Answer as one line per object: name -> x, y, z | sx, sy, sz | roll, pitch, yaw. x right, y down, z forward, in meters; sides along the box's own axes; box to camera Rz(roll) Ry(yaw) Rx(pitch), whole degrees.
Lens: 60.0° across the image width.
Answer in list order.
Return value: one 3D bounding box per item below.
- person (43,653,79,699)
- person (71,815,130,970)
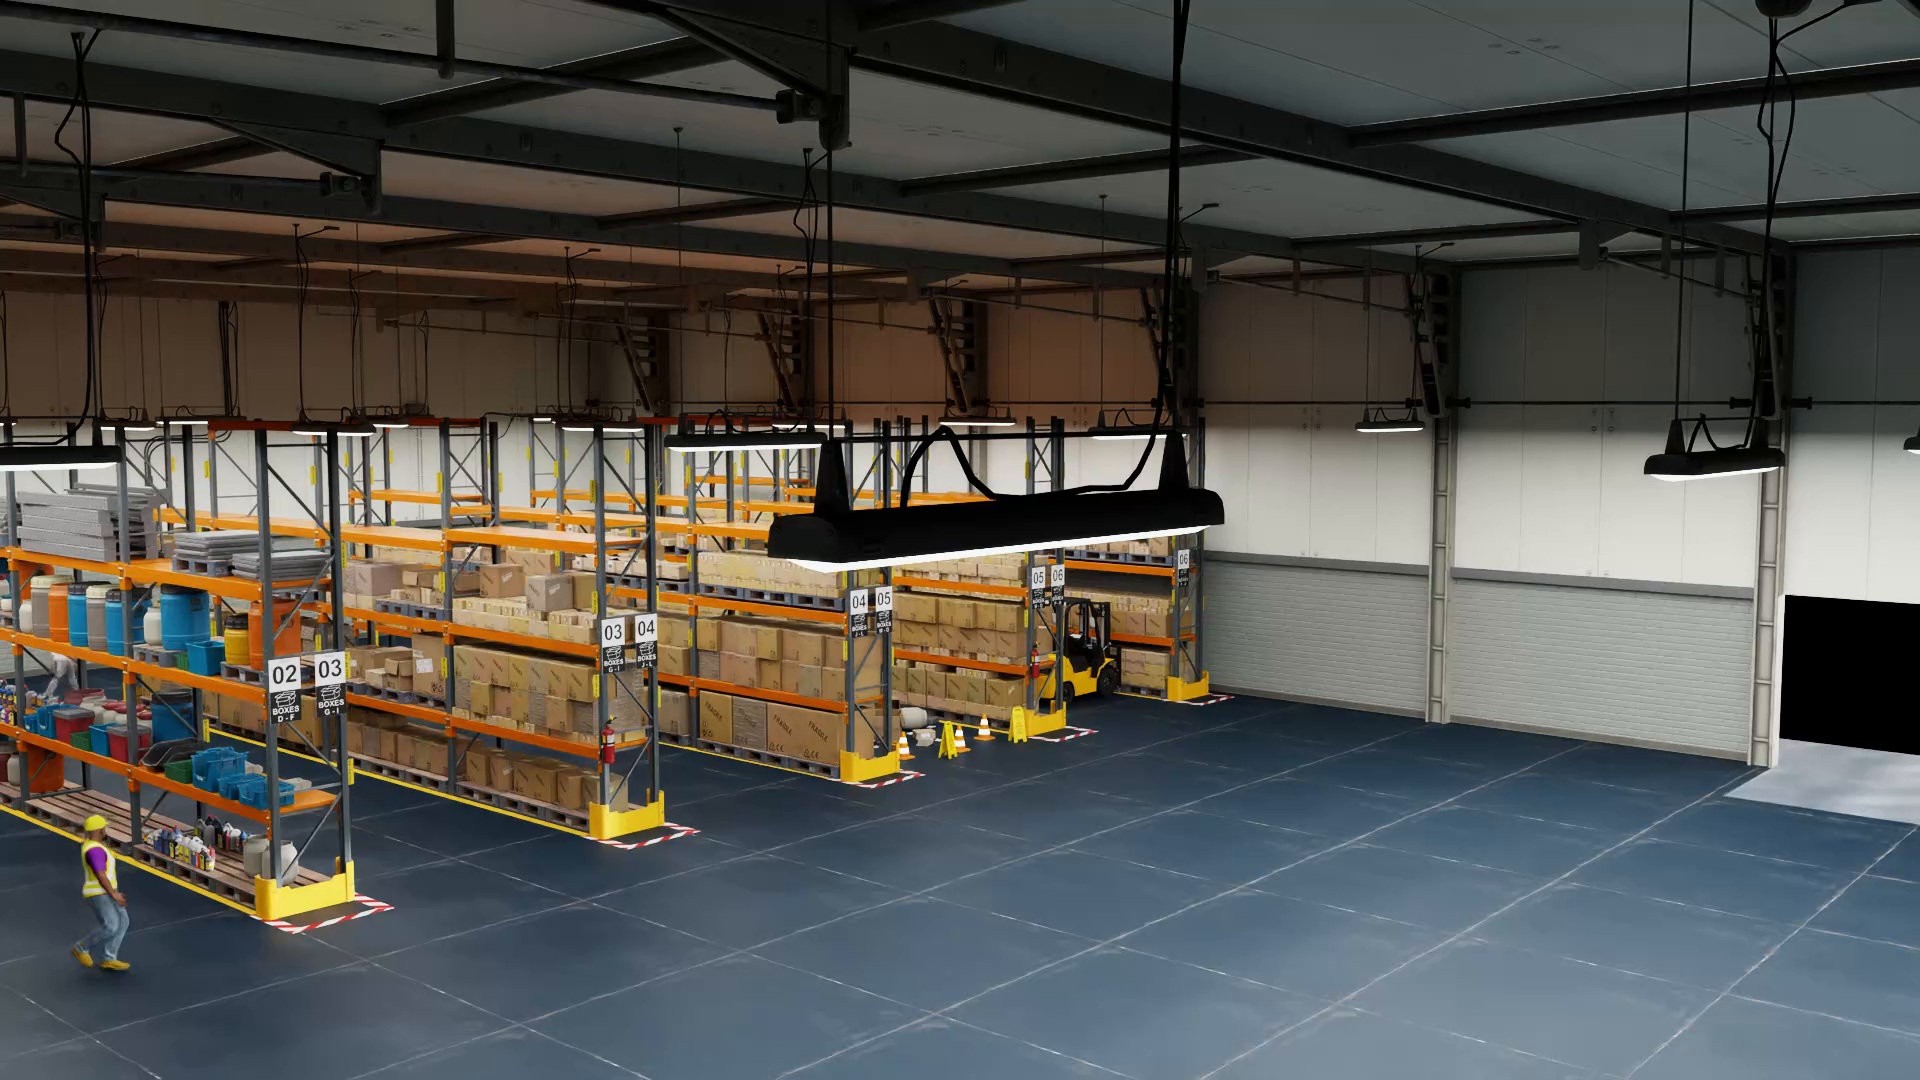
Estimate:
person -> -18.990, 2.525, 35.336 | 0.987, 1.726, 0.653 | -4, 6, -42
person -> -9.578, 3.936, 18.585 | 0.636, 1.736, 0.663 | -1, 5, -11
